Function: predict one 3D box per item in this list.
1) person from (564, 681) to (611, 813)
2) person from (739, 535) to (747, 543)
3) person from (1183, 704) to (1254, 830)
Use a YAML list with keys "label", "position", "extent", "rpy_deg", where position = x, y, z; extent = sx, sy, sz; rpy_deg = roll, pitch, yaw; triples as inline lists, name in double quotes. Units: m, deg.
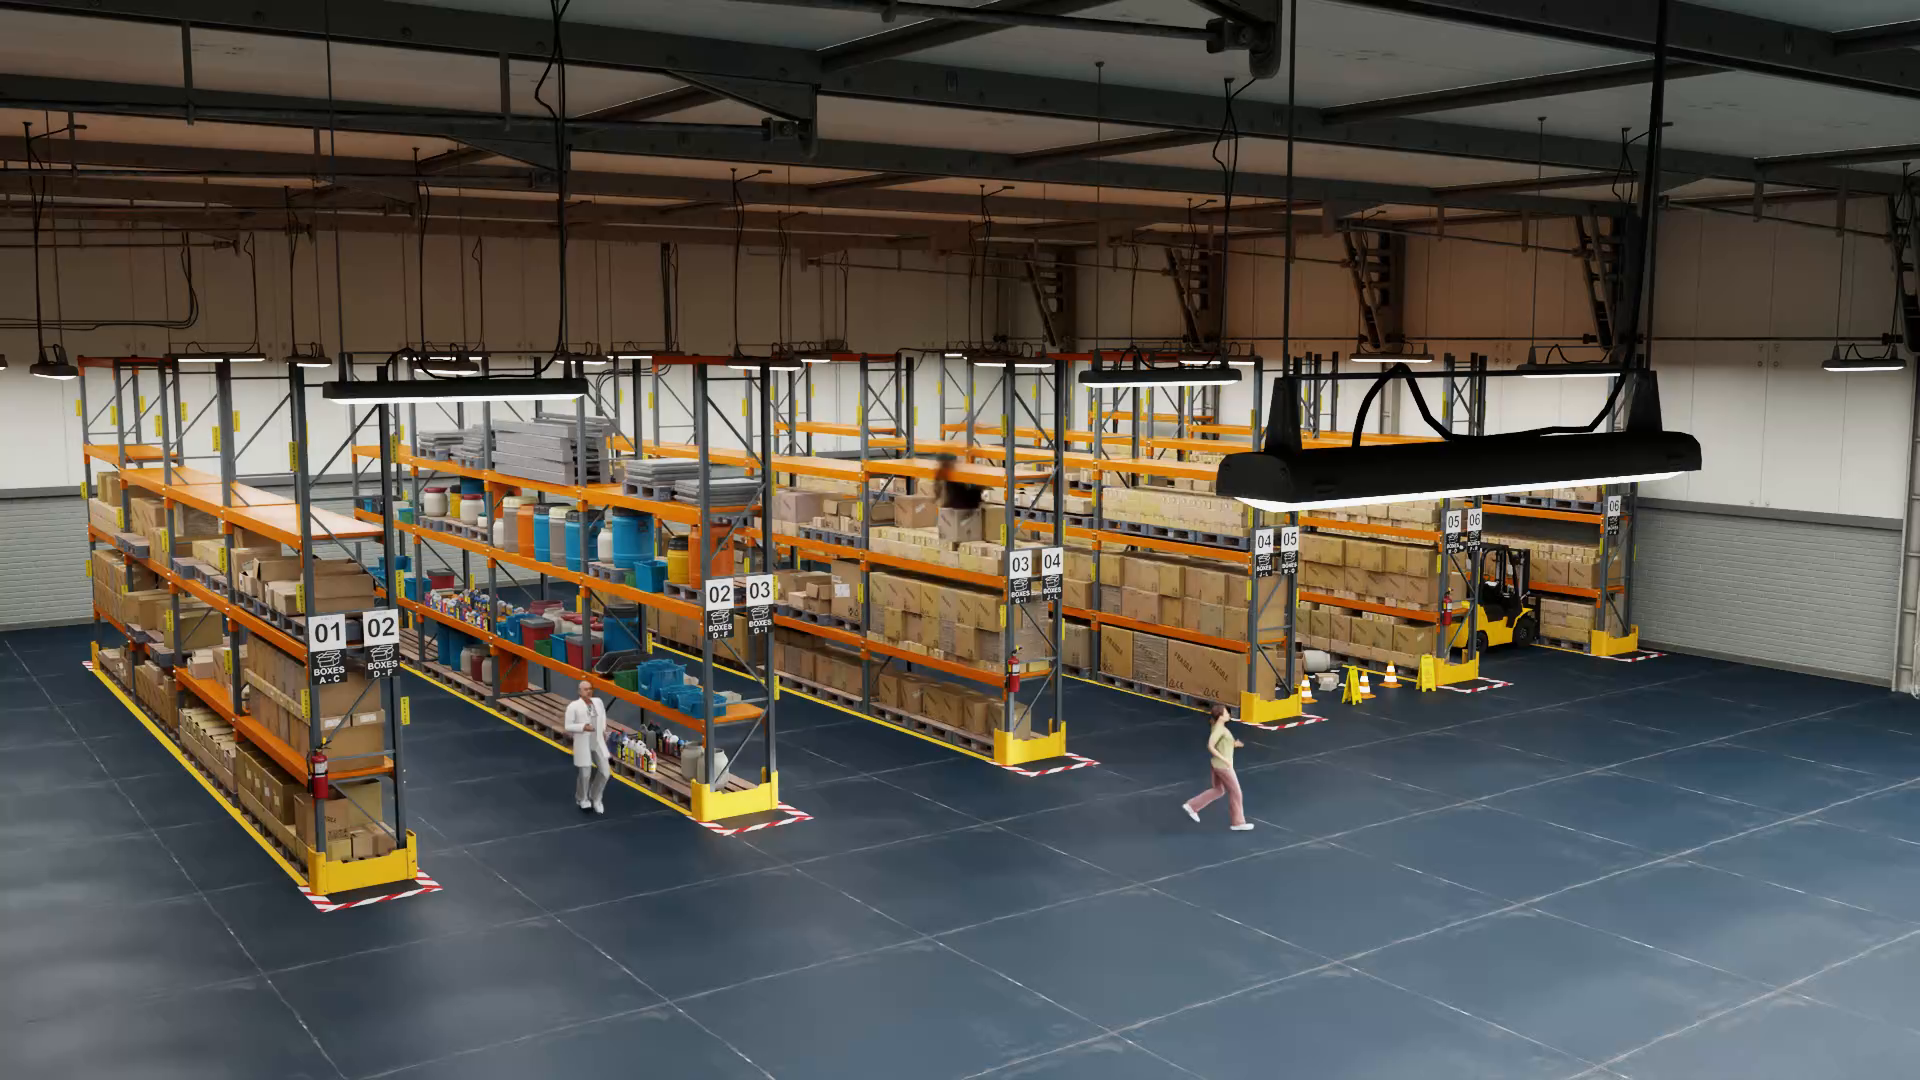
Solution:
- label: "person"
  position: [-4.930, 2.778, 22.197]
  extent: [0.687, 1.805, 0.734]
  rpy_deg: [-5, 9, -37]
- label: "person"
  position: [-5.356, 0.571, 40.913]
  extent: [0.667, 1.614, 0.592]
  rpy_deg: [6, 9, 41]
- label: "person"
  position: [3.337, 2.933, 21.375]
  extent: [0.914, 1.613, 0.586]
  rpy_deg: [0, 7, -2]
